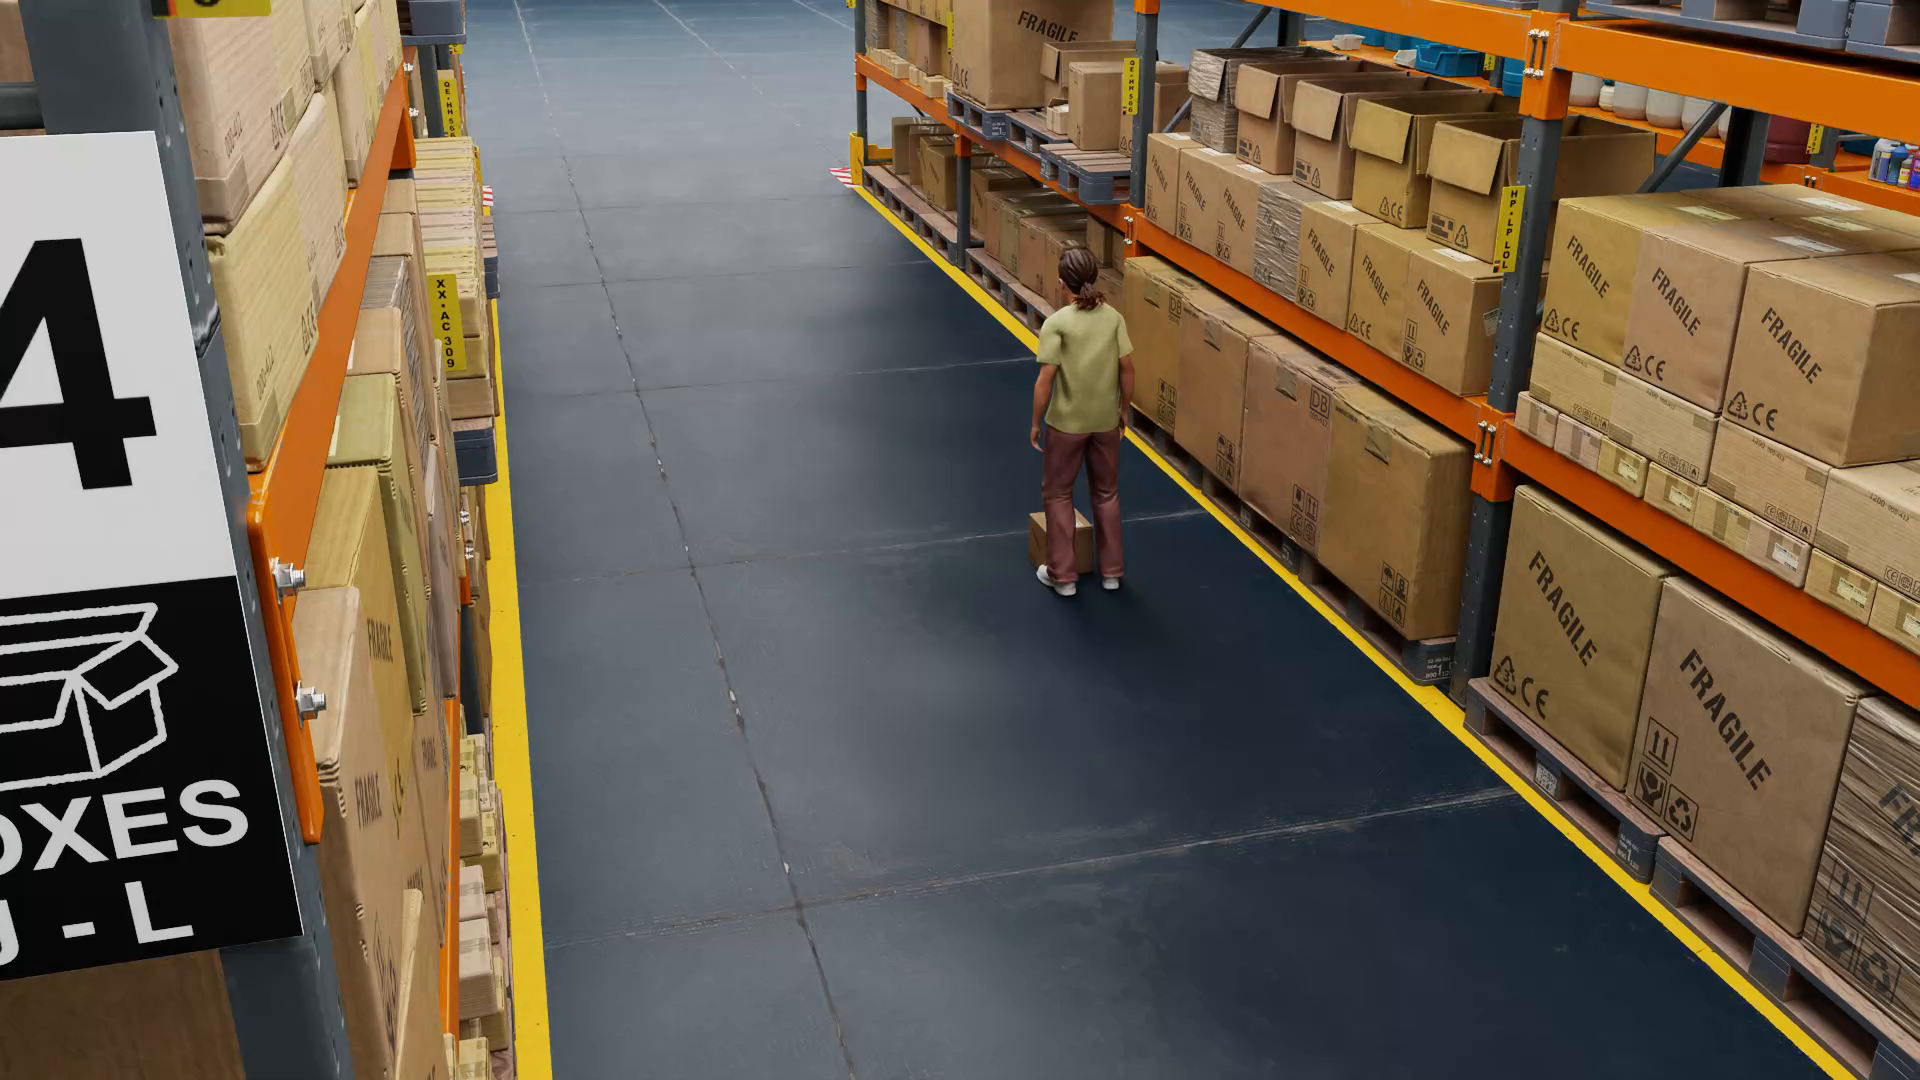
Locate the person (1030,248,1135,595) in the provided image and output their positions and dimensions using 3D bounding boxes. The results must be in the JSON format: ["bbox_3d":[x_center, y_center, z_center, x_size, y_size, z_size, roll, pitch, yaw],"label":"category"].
[{"bbox_3d":[0.574,-0.548,7.887,0.520,1.673,0.353,-7,24,-17],"label":"person"}]
